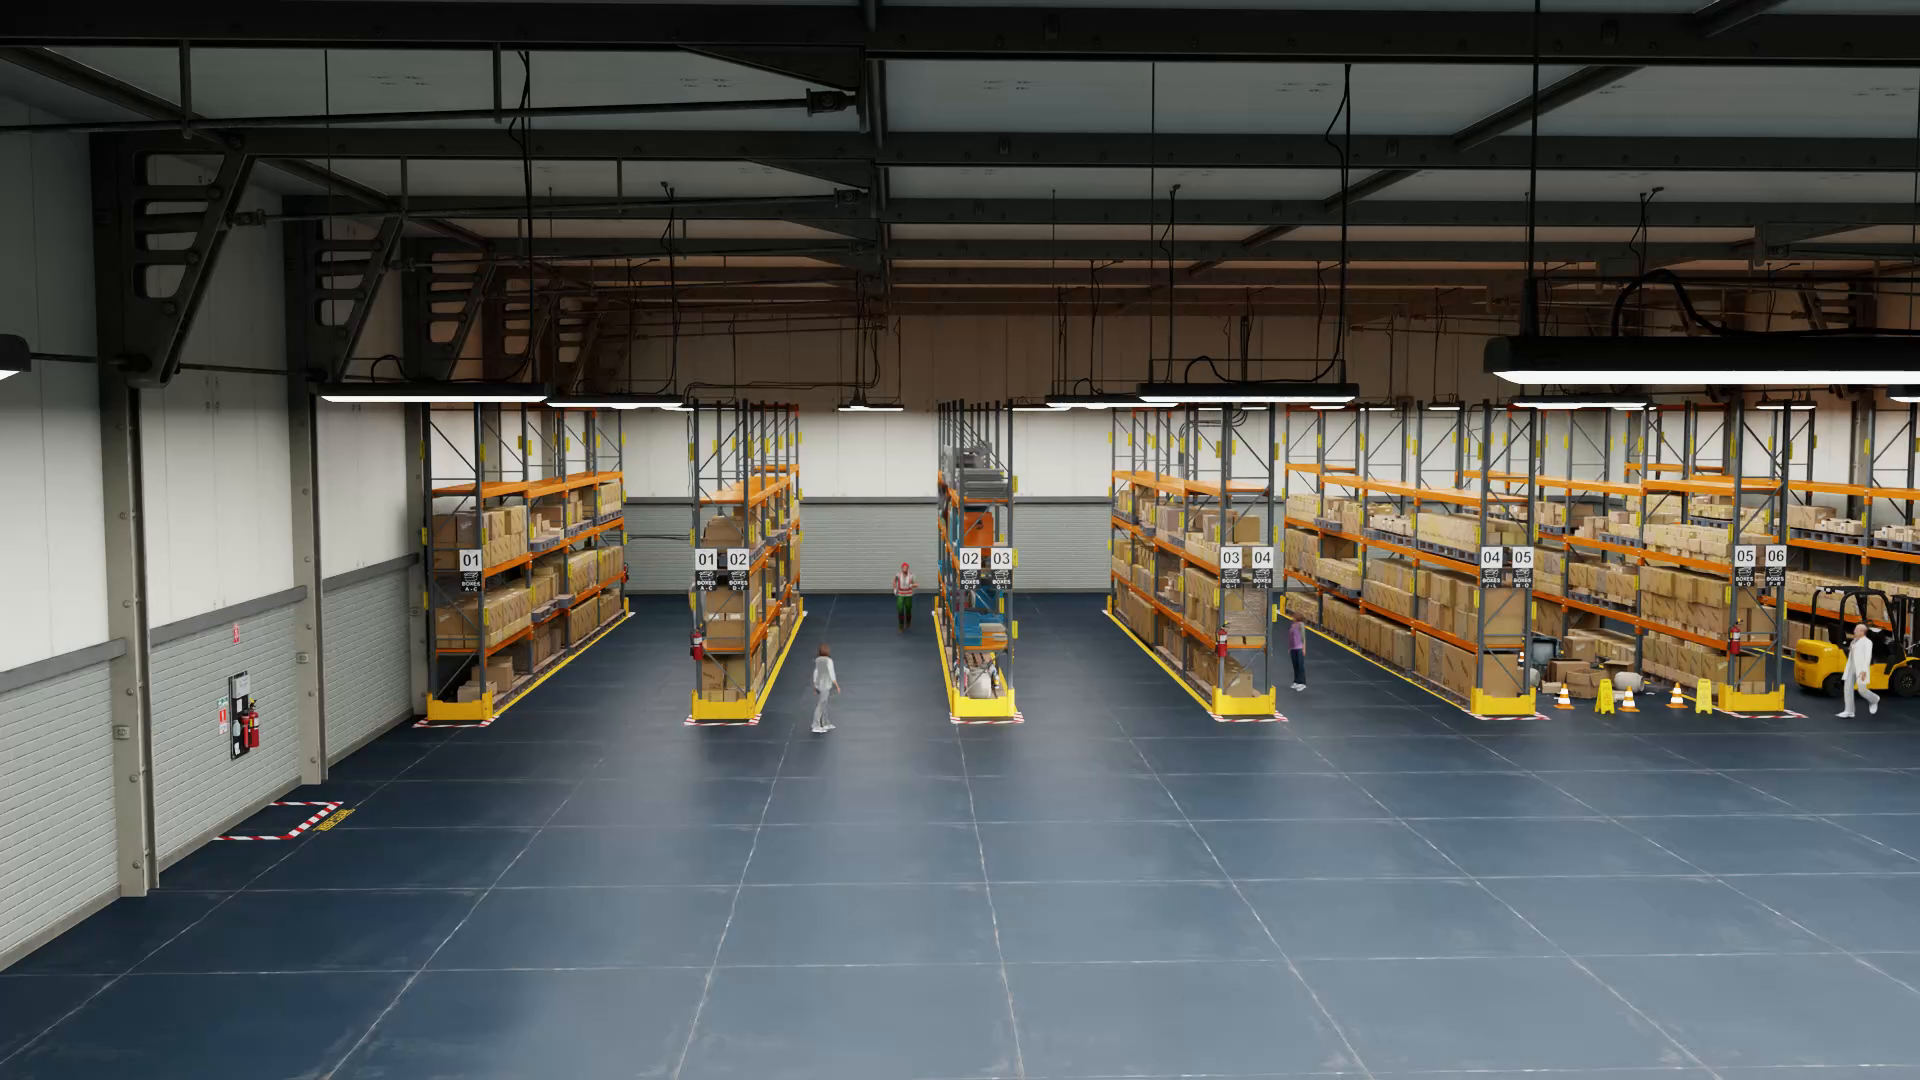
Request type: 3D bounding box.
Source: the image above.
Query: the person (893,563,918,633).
[{"bbox_3d":[-1.448,1.514,43.794,0.682,1.841,0.850,0,4,6],"label":"person"}]

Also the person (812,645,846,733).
[{"bbox_3d":[-2.377,2.674,29.915,0.559,1.584,0.489,-2,5,-24],"label":"person"}]

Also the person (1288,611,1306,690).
[{"bbox_3d":[7.007,2.294,34.616,0.418,1.606,0.513,-3,5,-30],"label":"person"}]

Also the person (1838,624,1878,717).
[{"bbox_3d":[16.924,2.453,31.241,0.748,1.768,0.560,-2,5,-28],"label":"person"}]

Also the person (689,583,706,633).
[{"bbox_3d":[-6.728,1.664,42.963,0.547,1.663,0.938,0,4,-2],"label":"person"}]
